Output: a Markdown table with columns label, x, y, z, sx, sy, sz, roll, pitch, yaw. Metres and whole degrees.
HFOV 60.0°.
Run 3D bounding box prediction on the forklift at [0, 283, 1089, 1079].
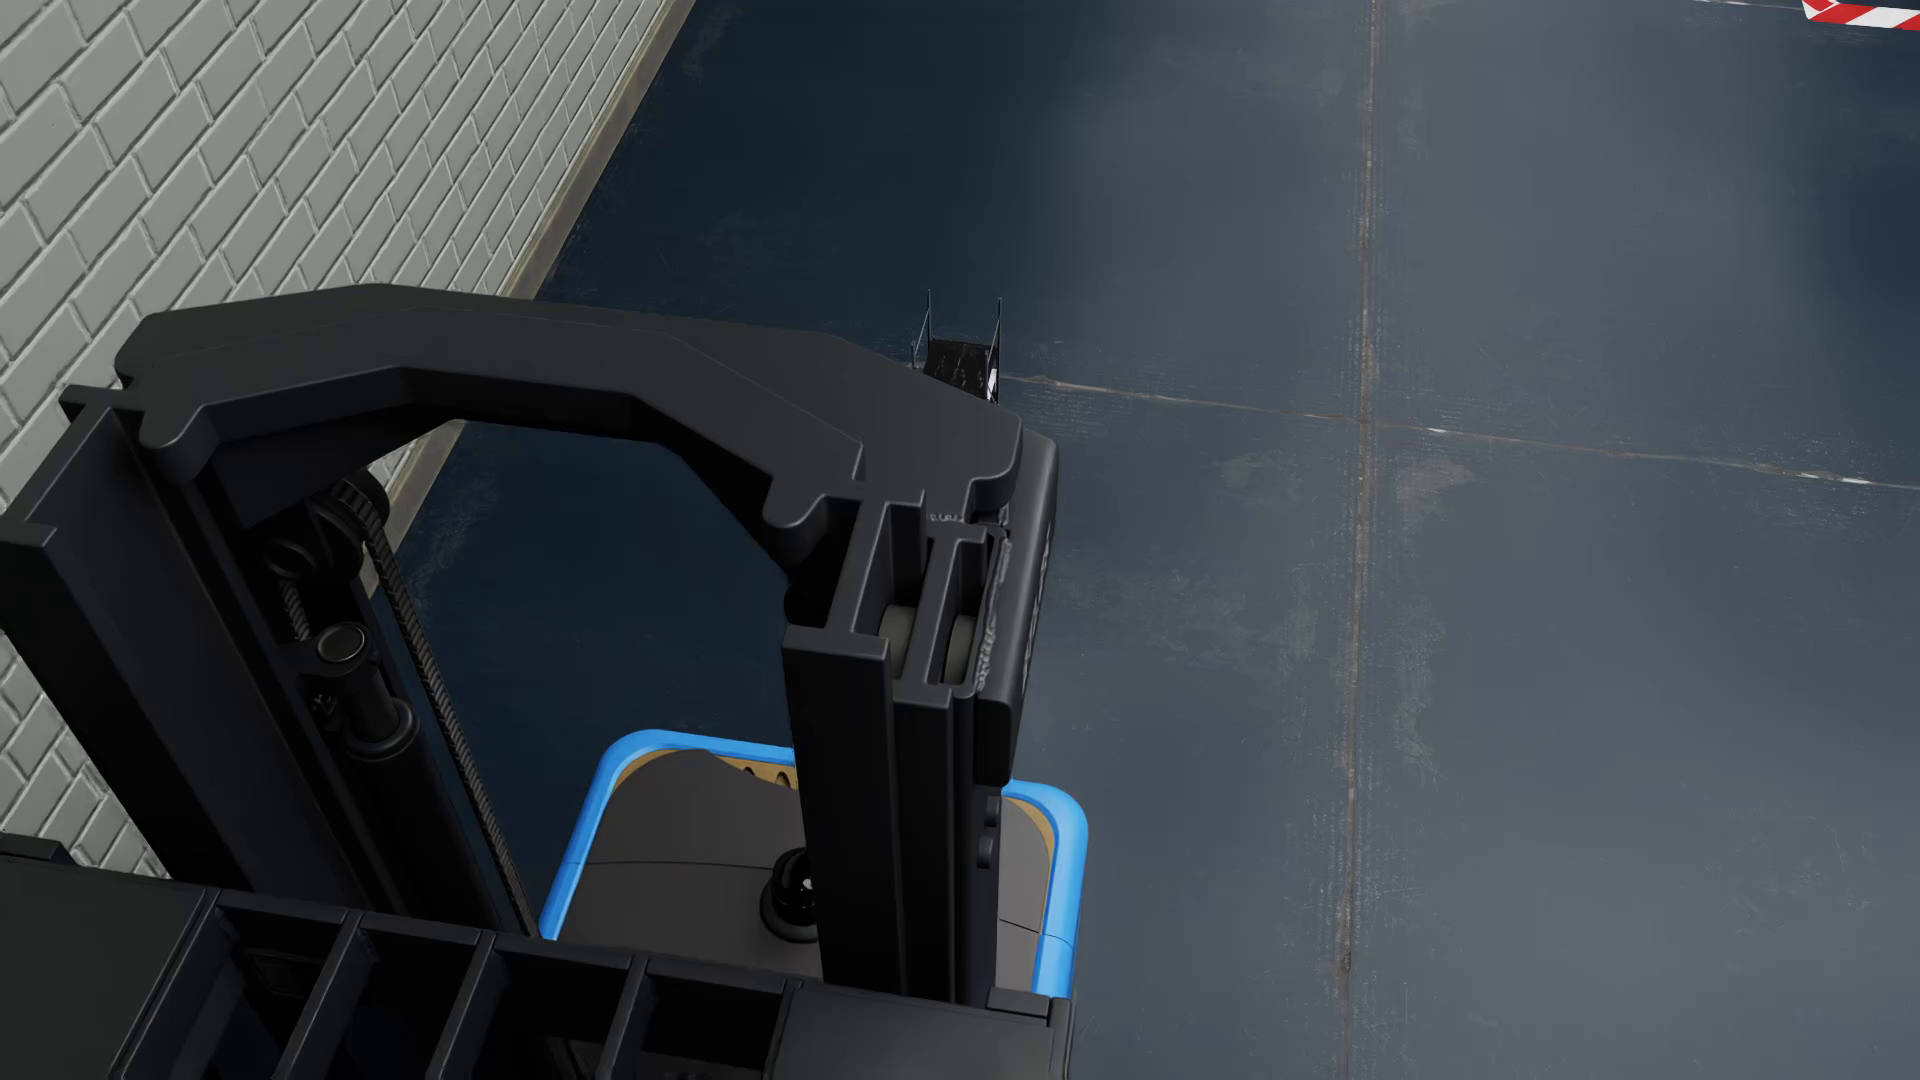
| label | x | y | z | sx | sy | sz | roll | pitch | yaw |
| --- | --- | --- | --- | --- | --- | --- | --- | --- | --- |
| forklift | -0.481 | 1.265 | 2.143 | 1.130 | 2.935 | 3.031 | 7 | 48 | 6 |

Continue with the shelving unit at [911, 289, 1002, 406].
| label | x | y | z | sx | sy | sz | roll | pitch | yaw |
| --- | --- | --- | --- | --- | --- | --- | --- | --- | --- |
| shelving unit | -0.008 | -0.302 | 4.916 | 0.210 | 0.900 | 0.258 | 8 | 49 | 7 |

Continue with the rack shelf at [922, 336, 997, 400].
| label | x | y | z | sx | sy | sz | roll | pitch | yaw |
| --- | --- | --- | --- | --- | --- | --- | --- | --- | --- |
| rack shelf | -0.008 | -0.460 | 4.740 | 0.200 | 0.077 | 0.258 | 8 | 49 | 7 |

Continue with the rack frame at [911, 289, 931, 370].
| label | x | y | z | sx | sy | sz | roll | pitch | yaw |
| --- | --- | --- | --- | --- | --- | --- | --- | --- | --- |
| rack frame | -0.108 | -0.315 | 4.928 | 0.006 | 0.900 | 0.240 | 8 | 49 | 7 |

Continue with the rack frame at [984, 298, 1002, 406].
| label | x | y | z | sx | sy | sz | roll | pitch | yaw |
| --- | --- | --- | --- | --- | --- | --- | --- | --- | --- |
| rack frame | 0.092 | -0.288 | 4.904 | 0.006 | 0.900 | 0.240 | 8 | 49 | 7 |

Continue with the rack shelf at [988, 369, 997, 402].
| label | x | y | z | sx | sy | sz | roll | pitch | yaw |
| --- | --- | --- | --- | --- | --- | --- | --- | --- | --- |
| rack shelf | -0.008 | -0.400 | 4.807 | 0.200 | 0.077 | 0.258 | 8 | 49 | 7 |

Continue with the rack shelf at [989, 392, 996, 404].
| label | x | y | z | sx | sy | sz | roll | pitch | yaw |
| --- | --- | --- | --- | --- | --- | --- | --- | --- | --- |
| rack shelf | -0.008 | -0.340 | 4.874 | 0.200 | 0.077 | 0.258 | 8 | 49 | 7 |
